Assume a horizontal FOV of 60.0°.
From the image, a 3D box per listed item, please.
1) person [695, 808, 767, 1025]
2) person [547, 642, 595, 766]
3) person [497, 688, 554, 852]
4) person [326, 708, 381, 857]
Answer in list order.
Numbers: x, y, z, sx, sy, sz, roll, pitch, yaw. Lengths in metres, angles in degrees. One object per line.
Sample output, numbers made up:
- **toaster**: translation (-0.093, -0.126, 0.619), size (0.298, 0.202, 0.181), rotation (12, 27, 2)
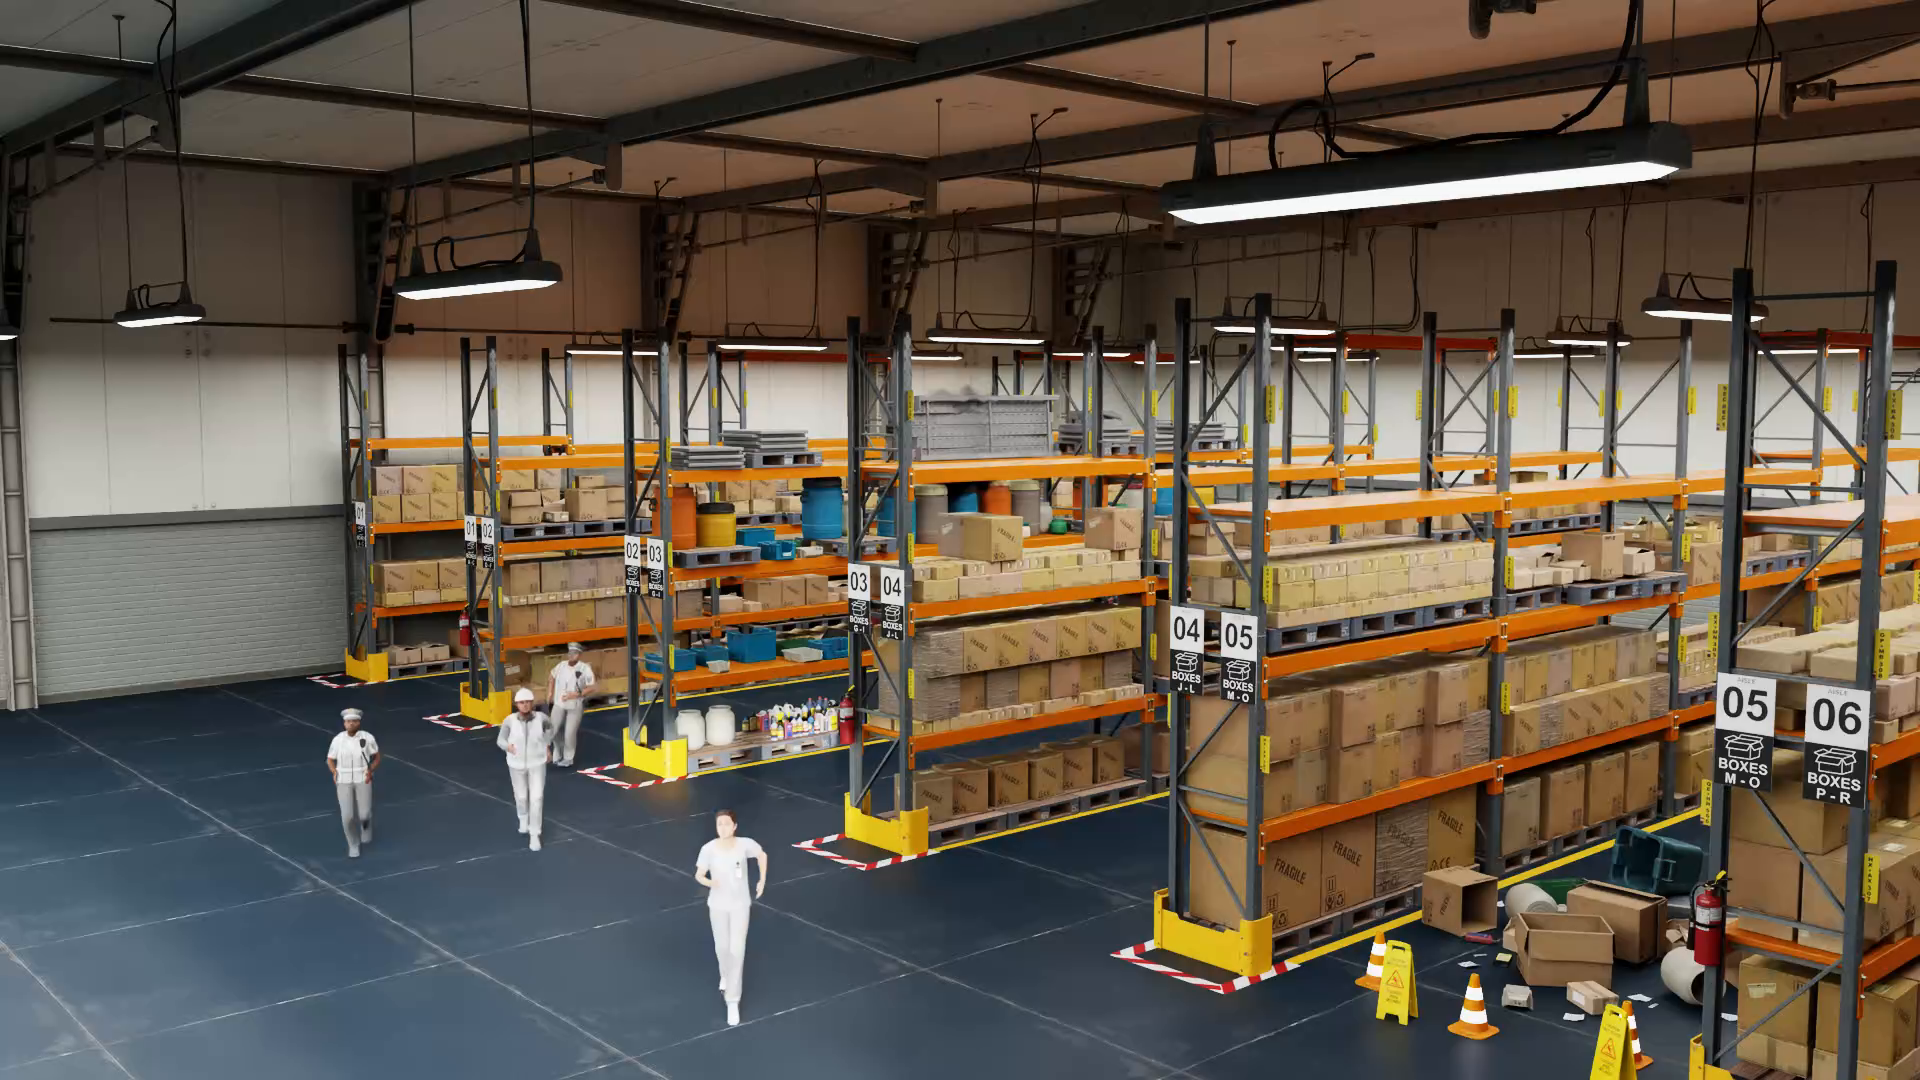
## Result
- **person**: translation (-1.925, 3.093, 13.943), size (0.569, 1.689, 0.886), rotation (0, 5, 0)
- **person**: translation (-5.358, 2.256, 22.825), size (0.691, 1.726, 0.582), rotation (0, 5, 2)
- **person**: translation (-4.959, 2.568, 19.012), size (0.623, 1.791, 0.937), rotation (-1, 5, -10)
- **person**: translation (-6.758, 2.682, 18.533), size (0.573, 1.650, 0.584), rotation (-1, 5, -16)
